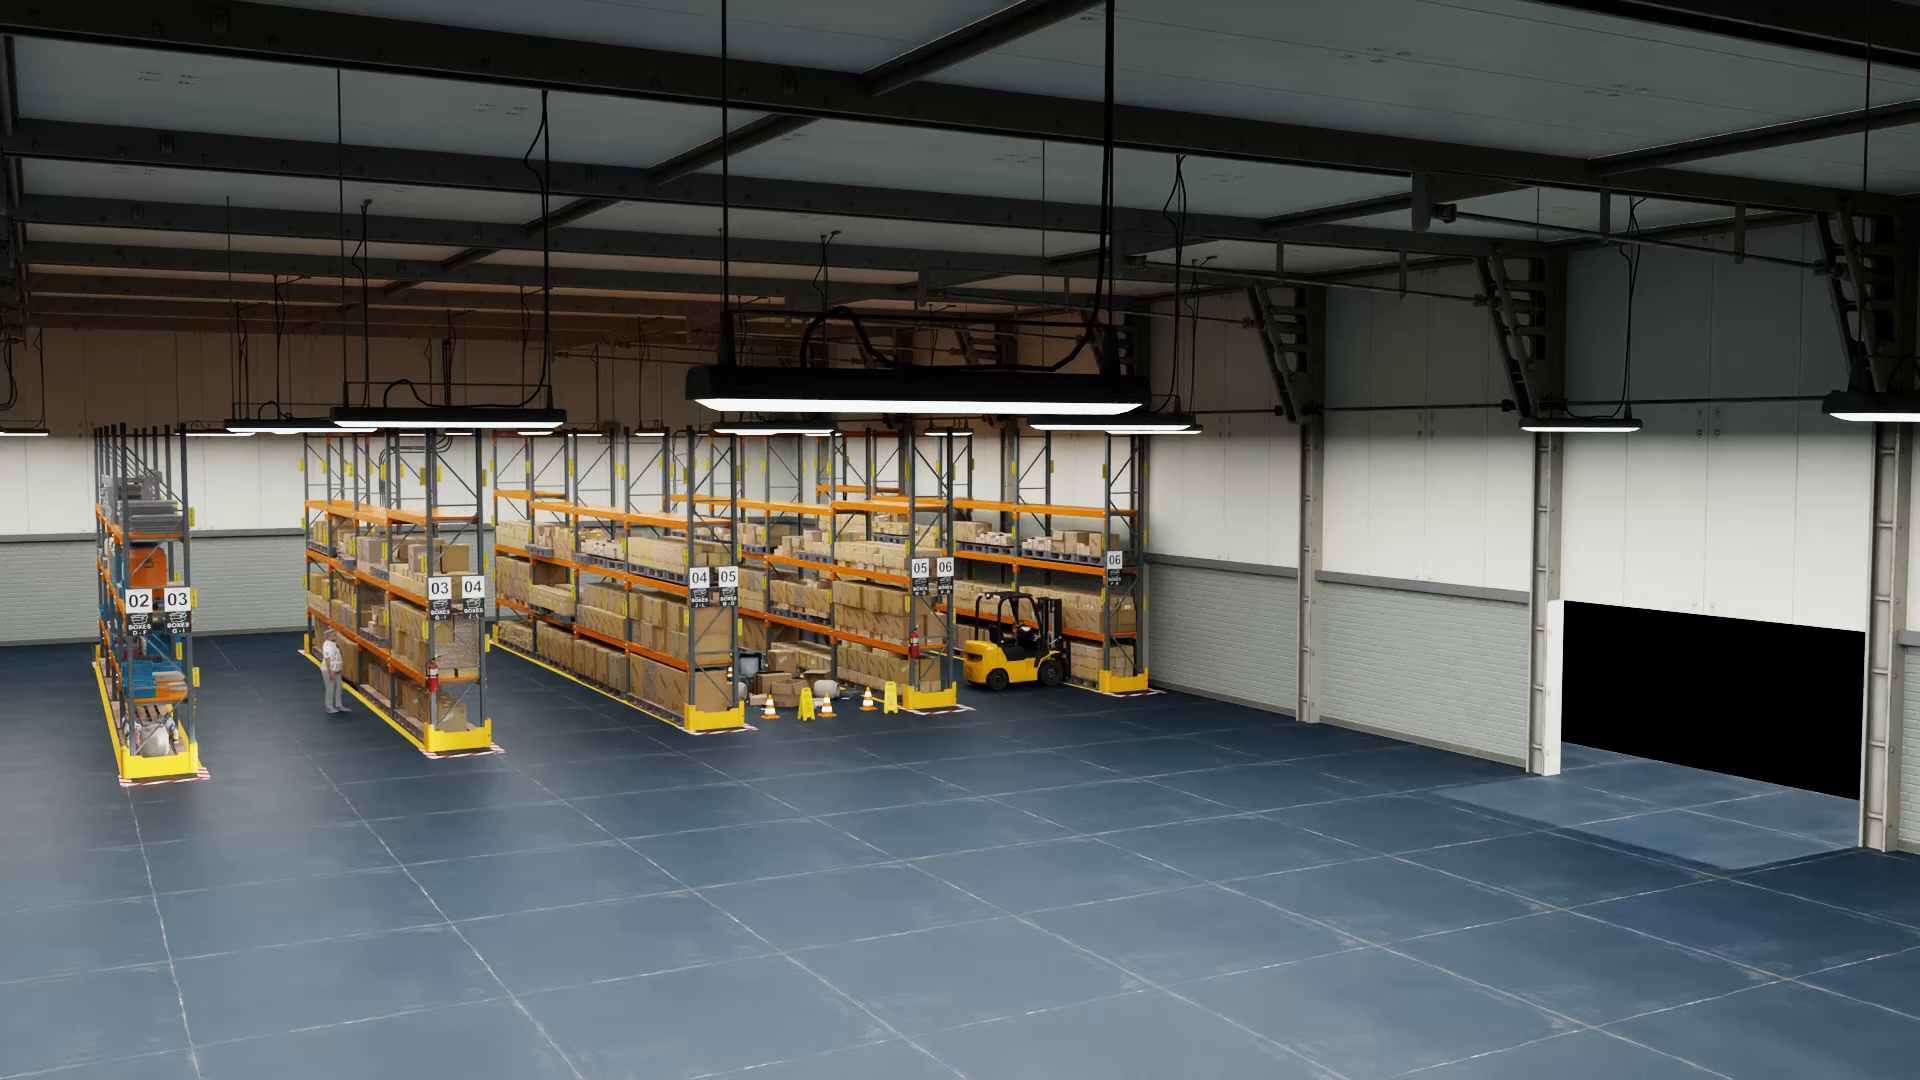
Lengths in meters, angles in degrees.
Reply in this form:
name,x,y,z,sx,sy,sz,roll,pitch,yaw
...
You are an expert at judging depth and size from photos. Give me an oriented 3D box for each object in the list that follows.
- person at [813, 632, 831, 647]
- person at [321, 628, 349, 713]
name,x,y,z,sx,sy,sz,roll,pitch,yaw
person,-3.641,1.992,44.390,0.559,1.783,0.611,-3,4,-39
person,-13.147,2.736,34.883,0.466,1.768,0.599,0,3,7
